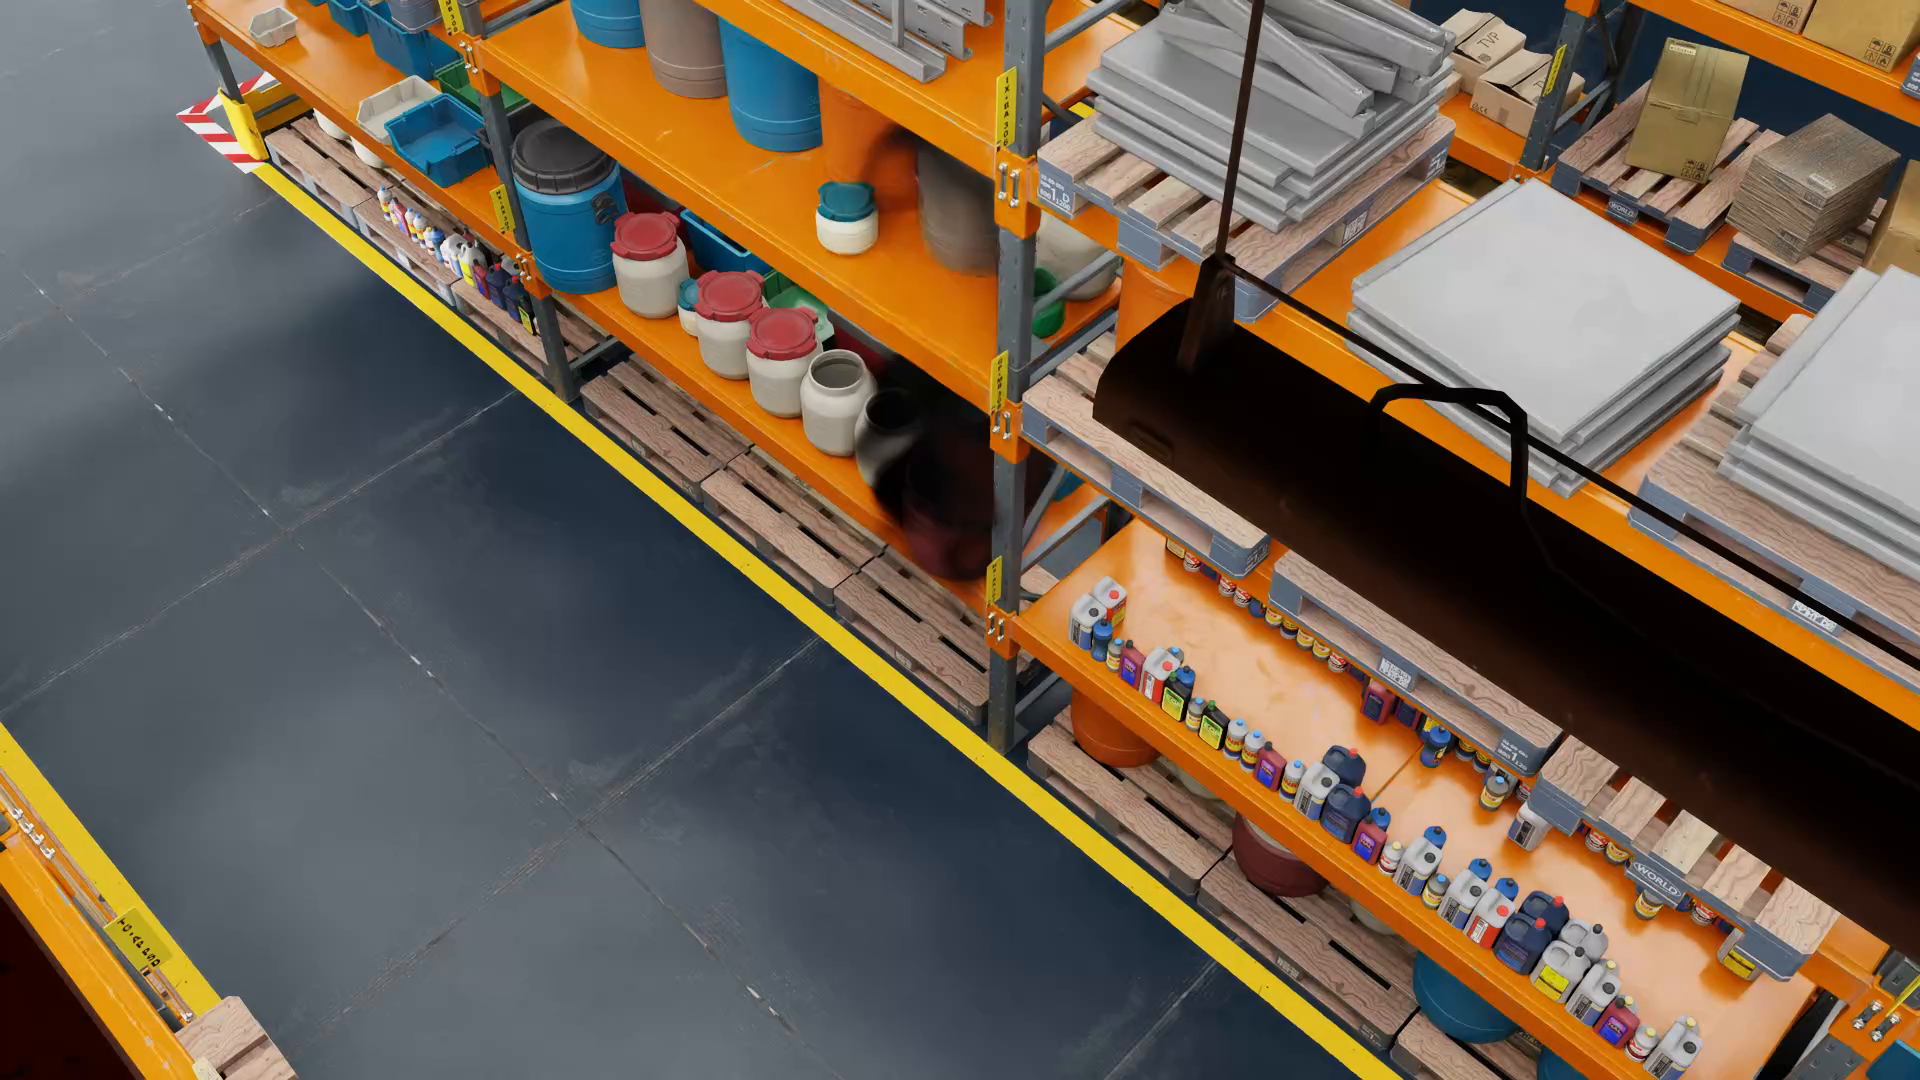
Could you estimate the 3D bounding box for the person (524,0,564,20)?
[{"bbox_3d":[-3.205,-4.414,13.033,0.751,1.630,0.531,5,50,4],"label":"person"}]
